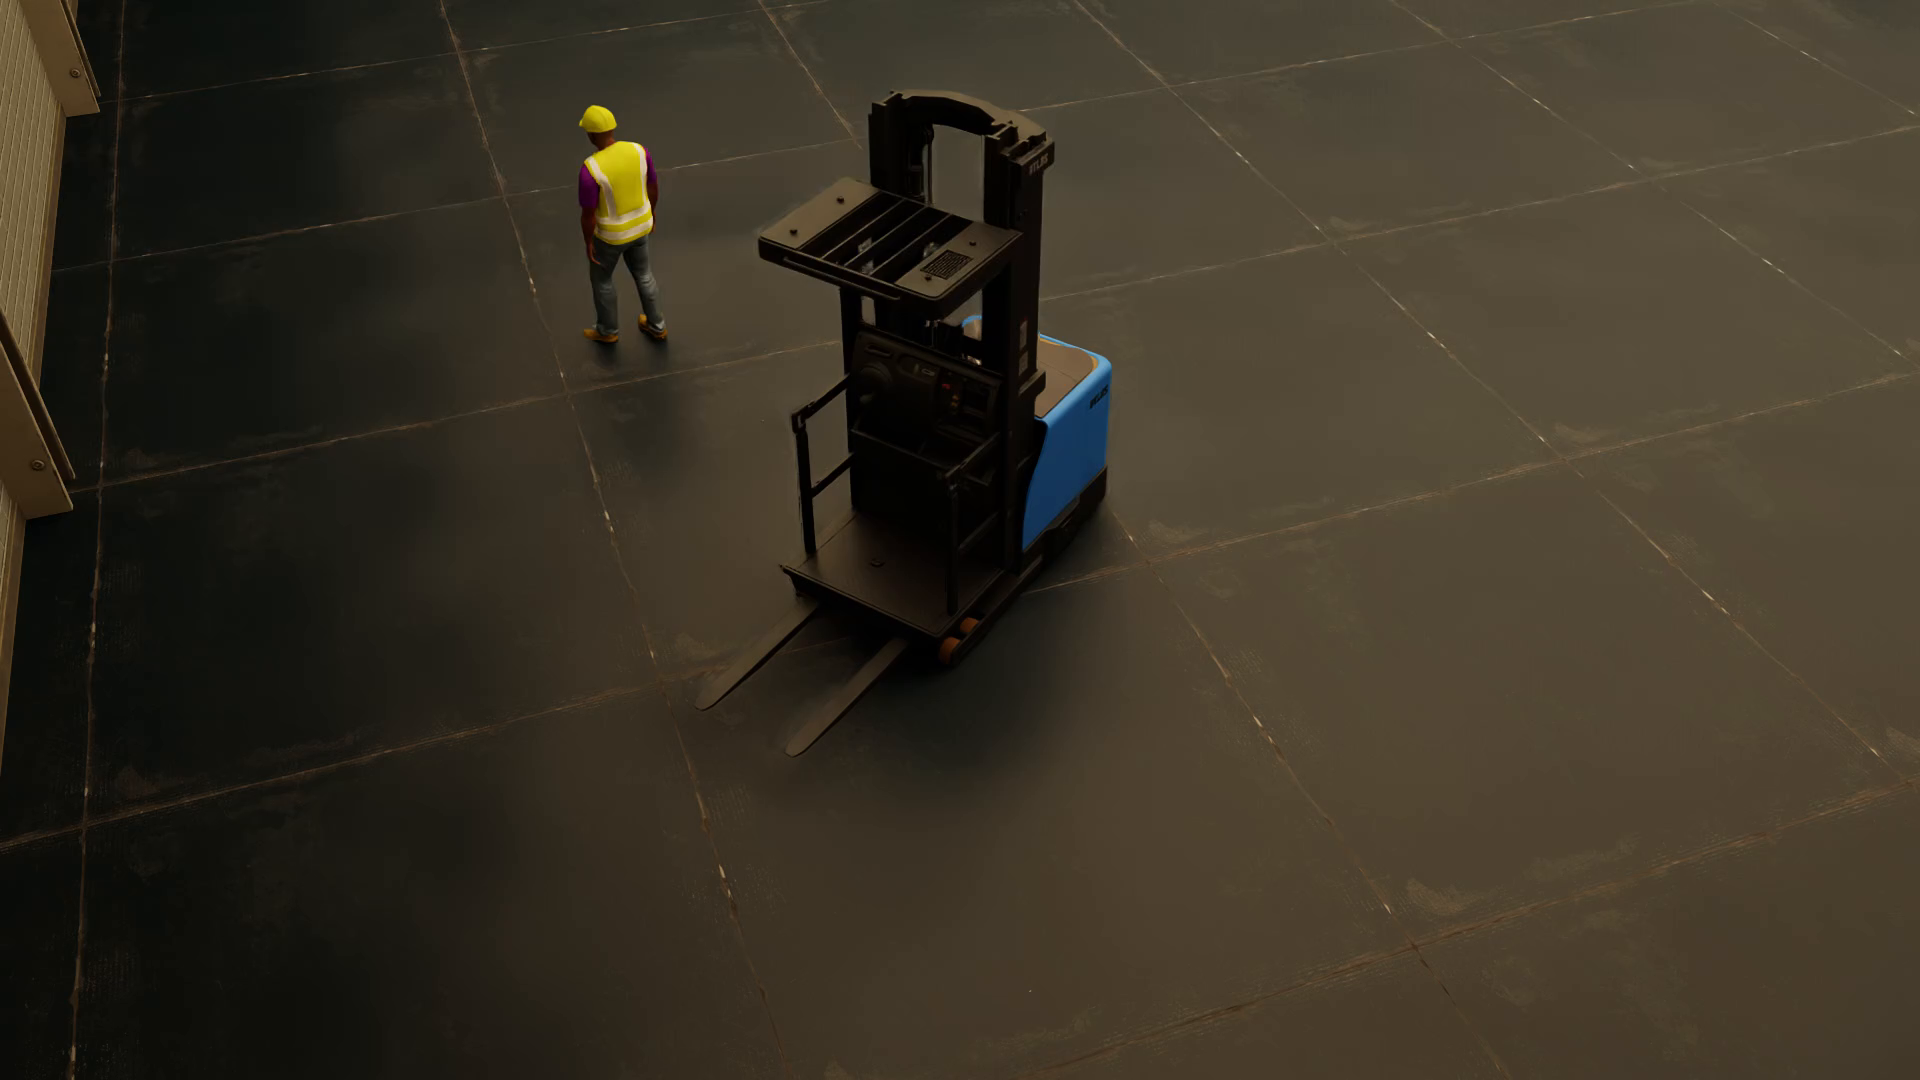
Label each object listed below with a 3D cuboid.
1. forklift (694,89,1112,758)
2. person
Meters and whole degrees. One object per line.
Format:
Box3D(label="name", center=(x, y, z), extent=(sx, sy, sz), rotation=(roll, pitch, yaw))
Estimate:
Box3D(label="forklift", center=(-0.311, -0.758, 8.900), extent=(1.130, 2.935, 3.031), rotation=(23, 45, 25))
Box3D(label="person", center=(-2.378, -2.174, 11.525), extent=(0.653, 1.778, 0.499), rotation=(-31, 49, -32))
